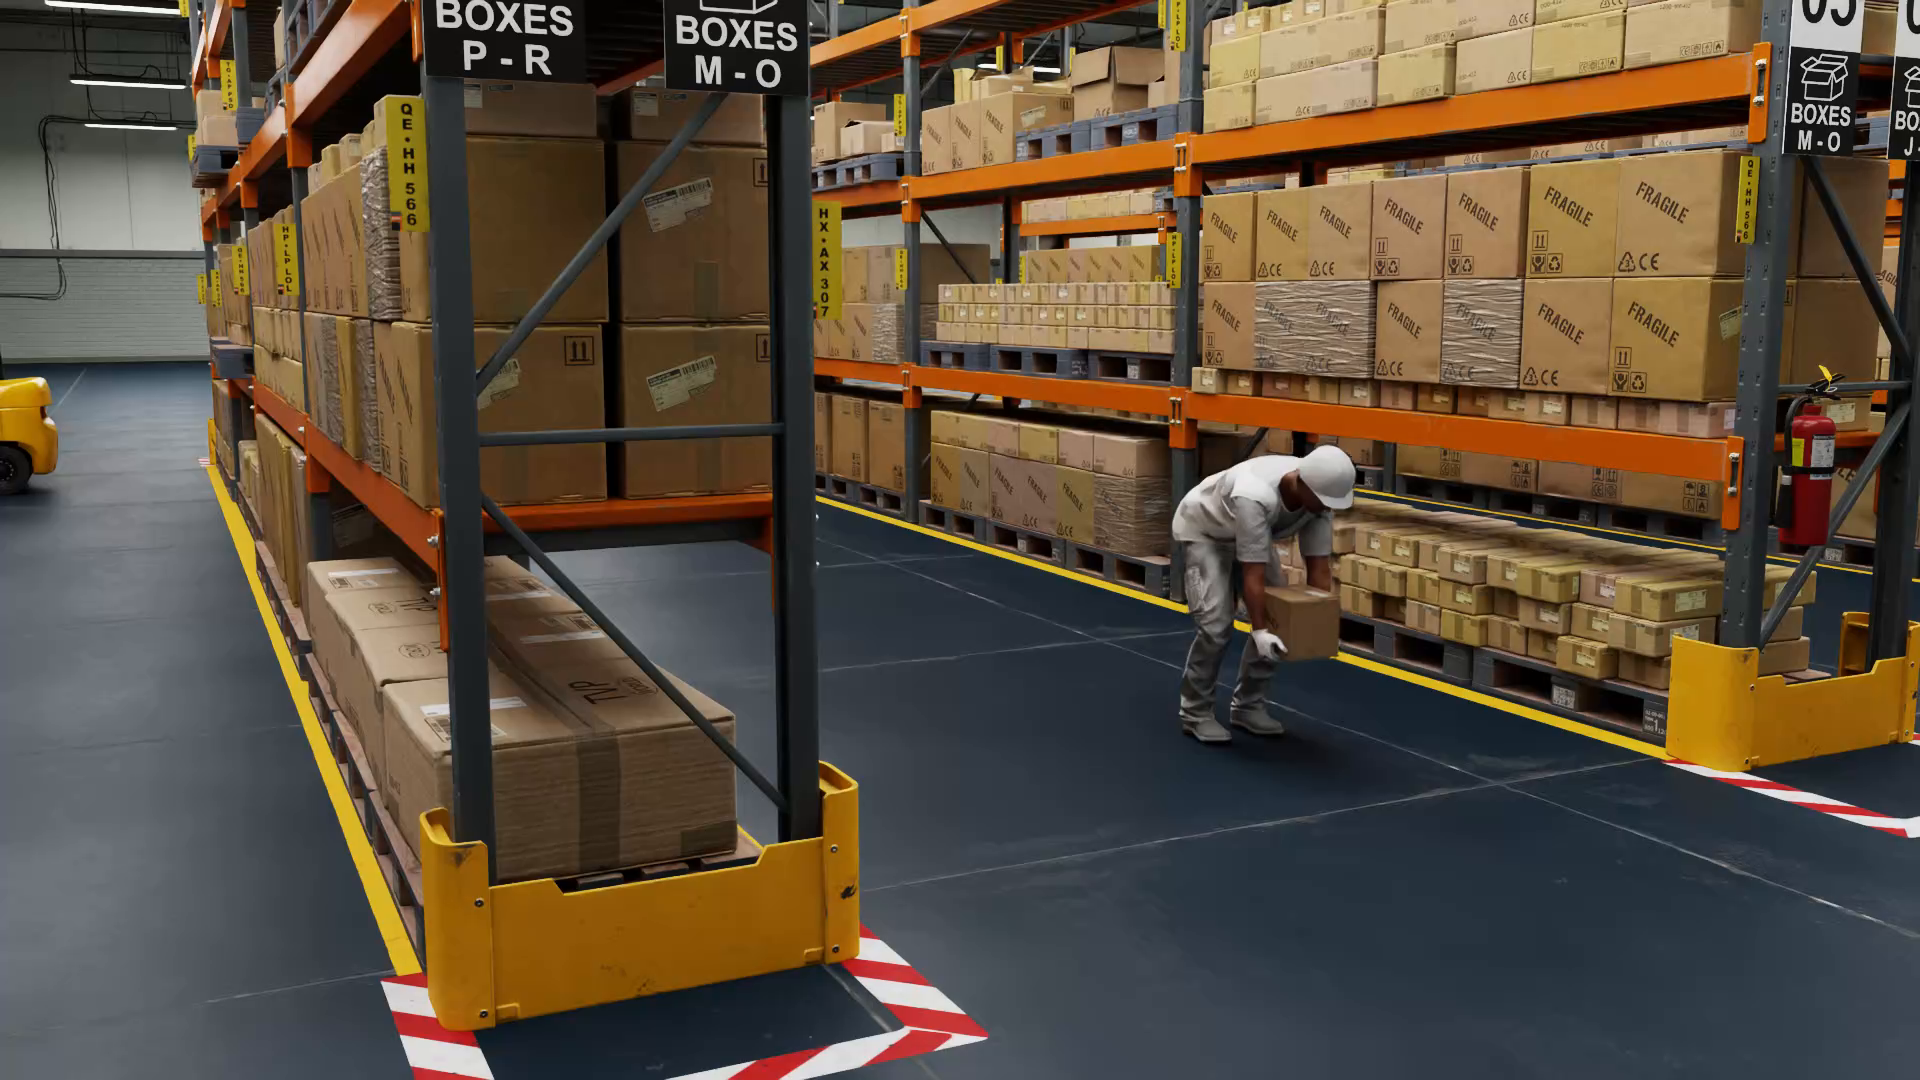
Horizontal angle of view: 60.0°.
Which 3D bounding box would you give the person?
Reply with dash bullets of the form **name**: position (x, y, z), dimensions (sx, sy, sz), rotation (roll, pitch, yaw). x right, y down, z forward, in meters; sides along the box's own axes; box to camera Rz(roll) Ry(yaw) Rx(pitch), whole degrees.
- **person**: position (1.273, 0.223, 6.930), dimensions (0.508, 1.293, 0.939), rotation (-4, 10, -28)
